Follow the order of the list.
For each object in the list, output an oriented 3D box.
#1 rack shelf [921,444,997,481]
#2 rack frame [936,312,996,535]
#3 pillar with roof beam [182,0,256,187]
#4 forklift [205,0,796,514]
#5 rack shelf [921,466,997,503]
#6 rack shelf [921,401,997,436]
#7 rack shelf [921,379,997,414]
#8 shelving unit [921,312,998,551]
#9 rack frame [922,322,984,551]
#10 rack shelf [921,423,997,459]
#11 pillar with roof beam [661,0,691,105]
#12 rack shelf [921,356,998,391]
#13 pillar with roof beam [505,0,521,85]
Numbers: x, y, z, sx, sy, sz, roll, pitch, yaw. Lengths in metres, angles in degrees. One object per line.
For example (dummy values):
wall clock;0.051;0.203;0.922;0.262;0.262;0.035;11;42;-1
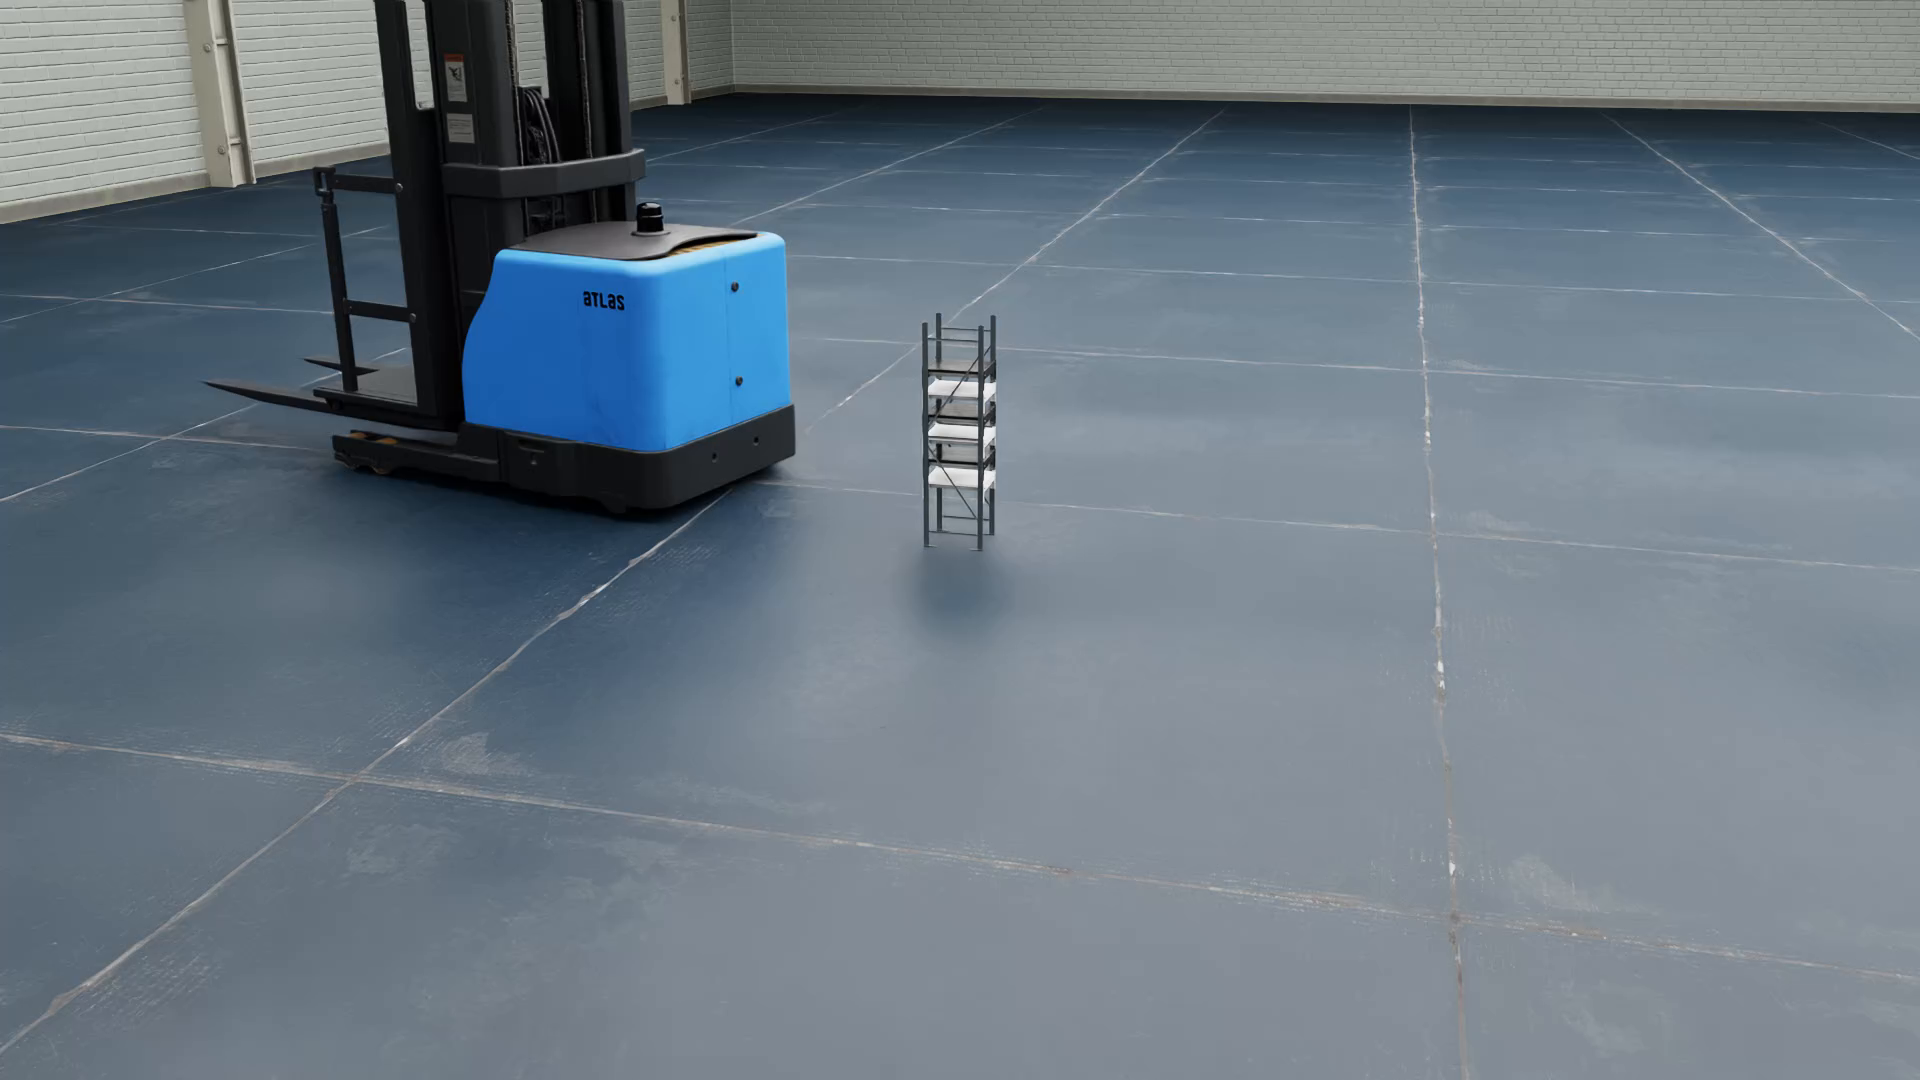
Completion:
rack shelf;-0.002;-0.307;6.575;0.258;0.077;0.200;5;19;13
rack frame;0.023;-0.455;6.628;0.240;0.900;0.006;5;19;13
pillar with roof beam;-3.642;-7.737;15.418;9.100;9.000;0.400;5;19;13
forklift;-2.292;-1.820;7.483;3.031;2.935;1.130;10;21;28
rack shelf;-0.002;-0.221;6.604;0.258;0.077;0.200;5;19;13
rack shelf;-0.002;-0.477;6.516;0.258;0.077;0.200;5;19;13
rack shelf;-0.002;-0.562;6.487;0.258;0.077;0.200;5;19;13
shelving unit;-0.002;-0.423;6.535;0.258;0.900;0.210;5;19;13
rack frame;-0.027;-0.391;6.441;0.240;0.900;0.006;5;19;13
rack shelf;-0.002;-0.392;6.545;0.258;0.077;0.200;5;19;13
pillar with roof beam;-0.710;-11.498;26.430;9.100;9.000;0.400;5;19;13
rack shelf;-0.002;-0.647;6.458;0.258;0.077;0.200;5;19;13
pillar with roof beam;-2.176;-9.618;20.924;9.100;9.000;0.400;5;19;13
